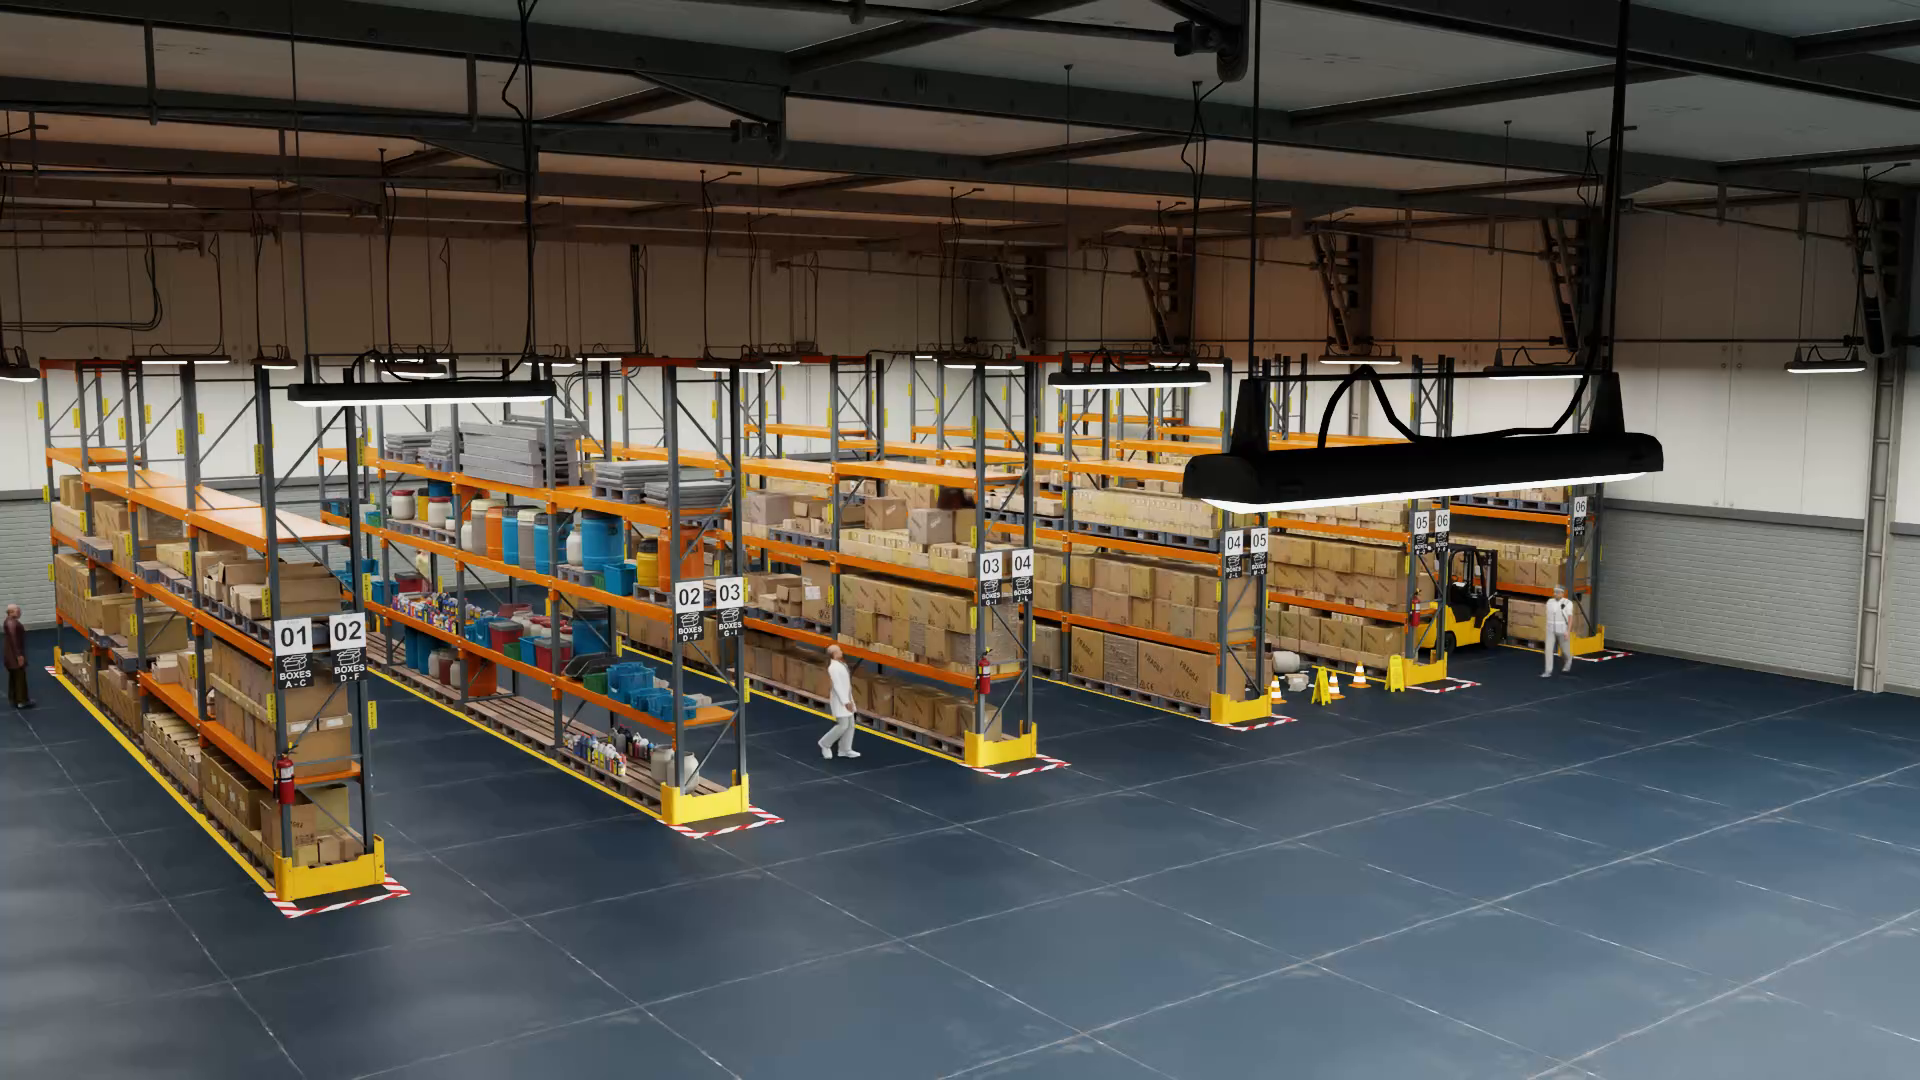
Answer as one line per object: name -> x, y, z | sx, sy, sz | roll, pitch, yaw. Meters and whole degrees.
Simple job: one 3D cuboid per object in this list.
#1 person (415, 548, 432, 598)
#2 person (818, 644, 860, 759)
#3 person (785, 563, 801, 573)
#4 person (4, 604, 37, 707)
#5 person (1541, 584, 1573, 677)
person -> -12.490, 0.882, 38.571 | 0.728, 1.640, 0.504 | 0, 7, -2
person -> -1.833, 2.451, 25.286 | 0.651, 1.777, 0.636 | 2, 7, 15
person -> -4.430, 0.032, 45.263 | 0.621, 1.718, 0.513 | 3, 7, 23
person -> -16.291, 1.984, 28.786 | 0.435, 1.781, 0.651 | -5, 9, -38
person -> 11.301, 1.693, 31.402 | 0.526, 1.742, 0.944 | 5, 8, 34
